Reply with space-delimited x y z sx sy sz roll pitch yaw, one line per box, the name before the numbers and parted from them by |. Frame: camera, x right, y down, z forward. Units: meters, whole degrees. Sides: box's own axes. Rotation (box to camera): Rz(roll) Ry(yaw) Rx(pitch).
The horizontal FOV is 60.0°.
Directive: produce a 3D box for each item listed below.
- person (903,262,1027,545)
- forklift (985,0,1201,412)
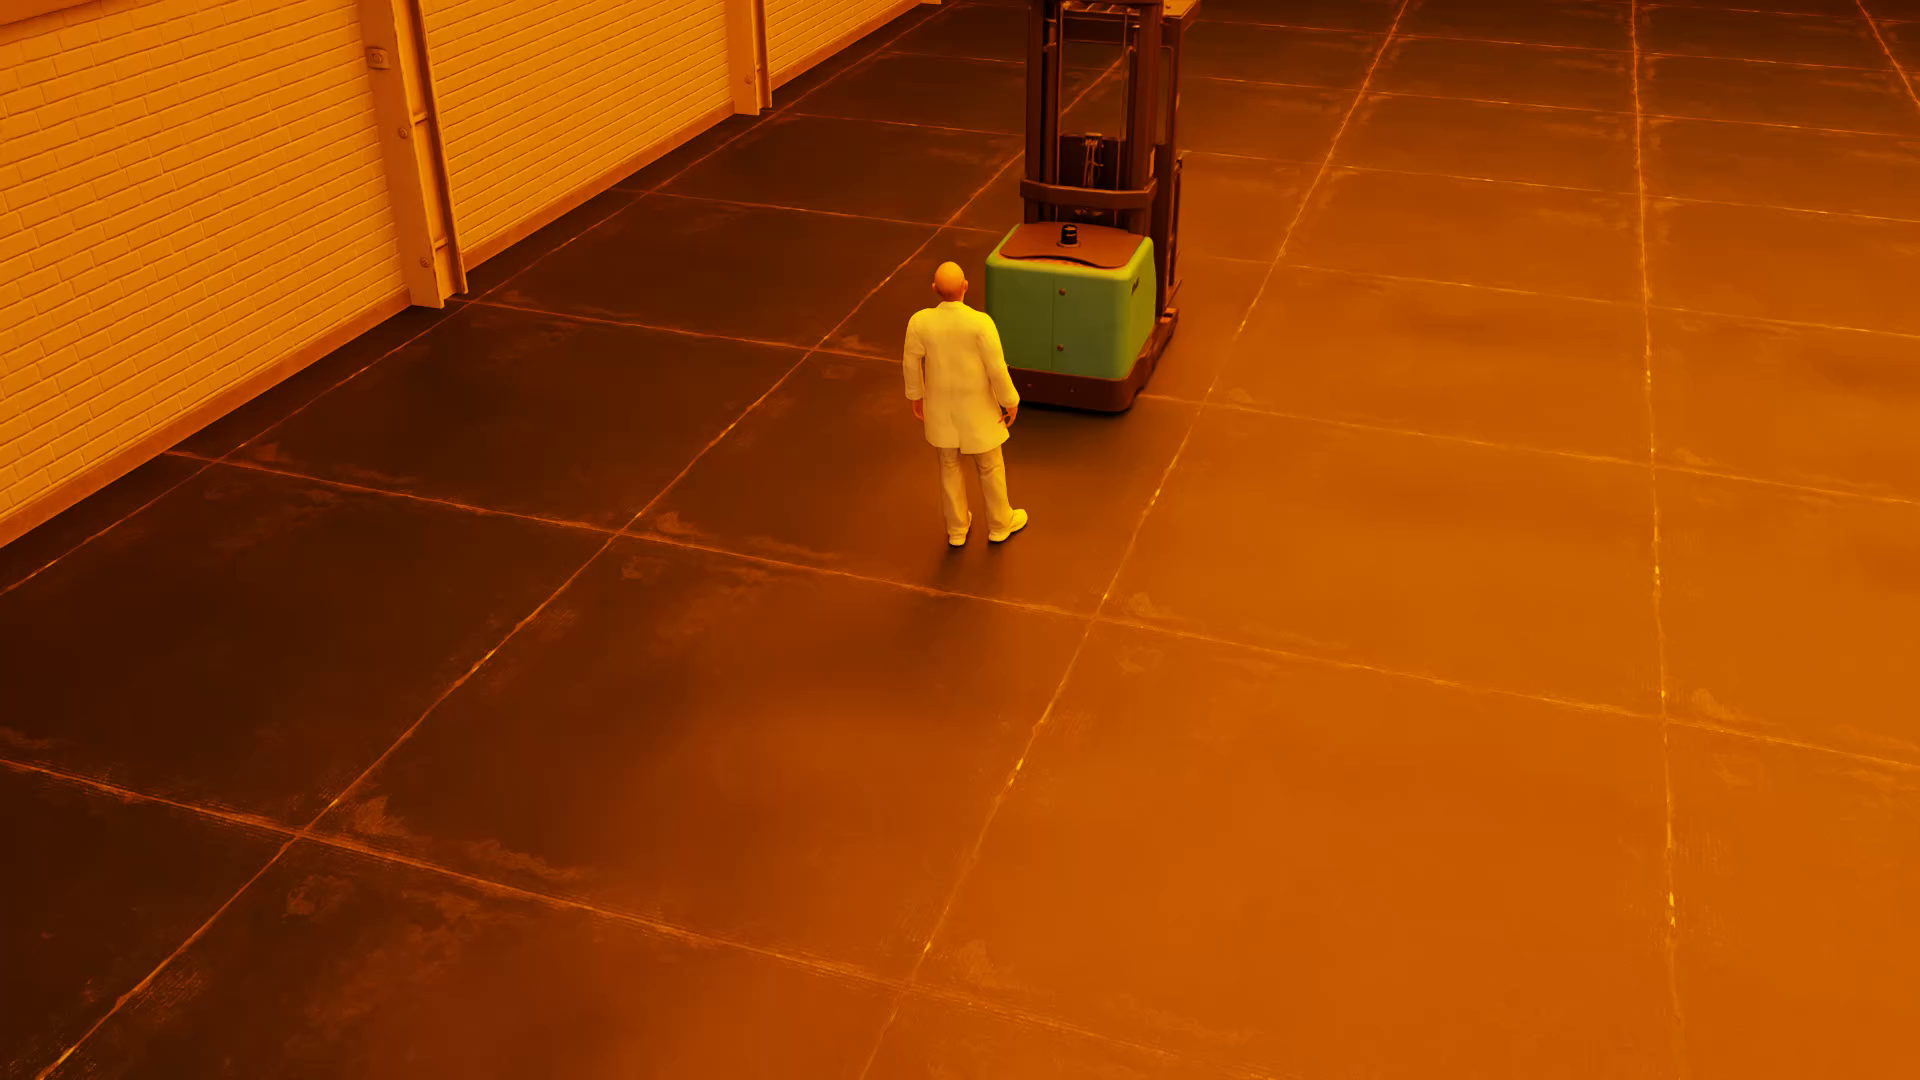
person | 0.033 -0.821 9.726 0.698 1.777 0.578 10 31 16
forklift | 1.080 -2.875 12.179 1.130 2.935 3.031 9 31 15
